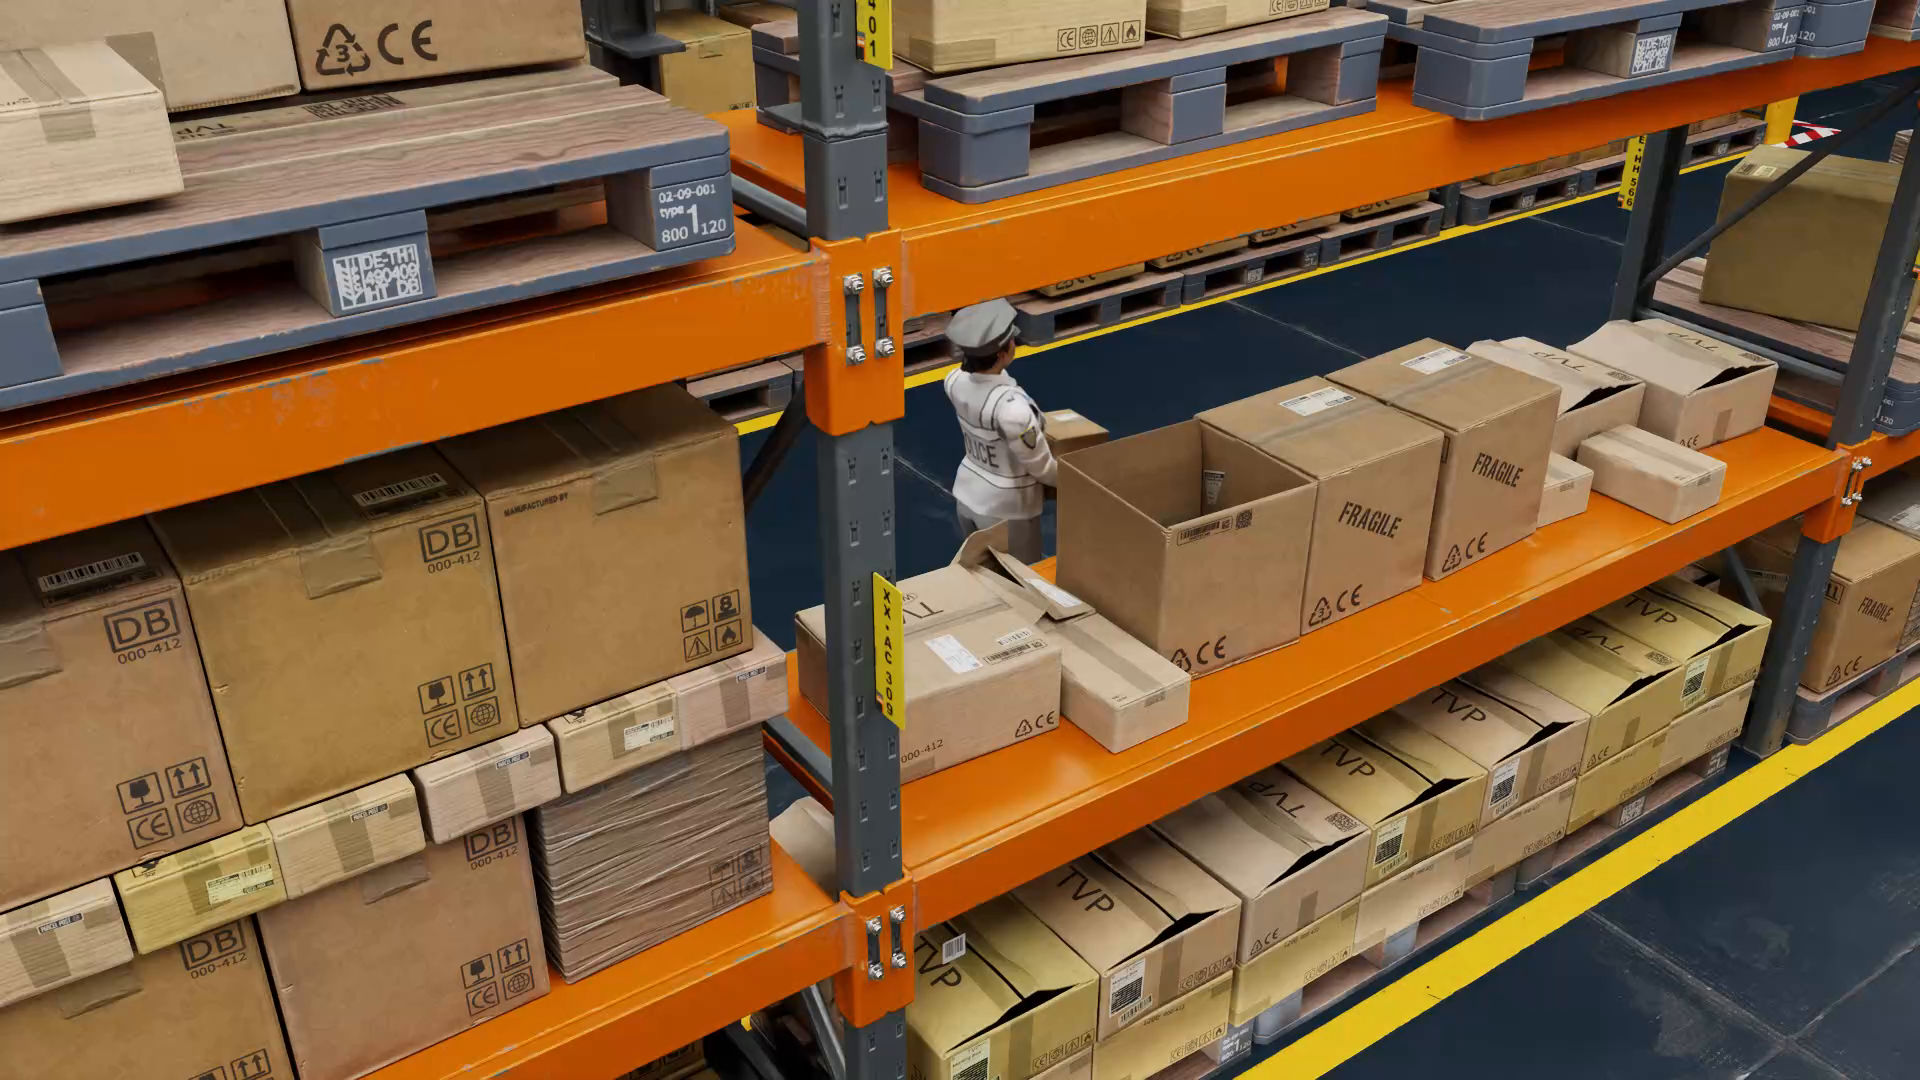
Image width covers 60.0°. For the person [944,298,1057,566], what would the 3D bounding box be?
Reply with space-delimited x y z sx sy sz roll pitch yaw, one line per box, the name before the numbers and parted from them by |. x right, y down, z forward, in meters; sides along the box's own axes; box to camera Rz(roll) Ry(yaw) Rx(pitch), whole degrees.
person | 0.215 -0.130 6.339 0.549 1.686 0.459 -18 33 -29
